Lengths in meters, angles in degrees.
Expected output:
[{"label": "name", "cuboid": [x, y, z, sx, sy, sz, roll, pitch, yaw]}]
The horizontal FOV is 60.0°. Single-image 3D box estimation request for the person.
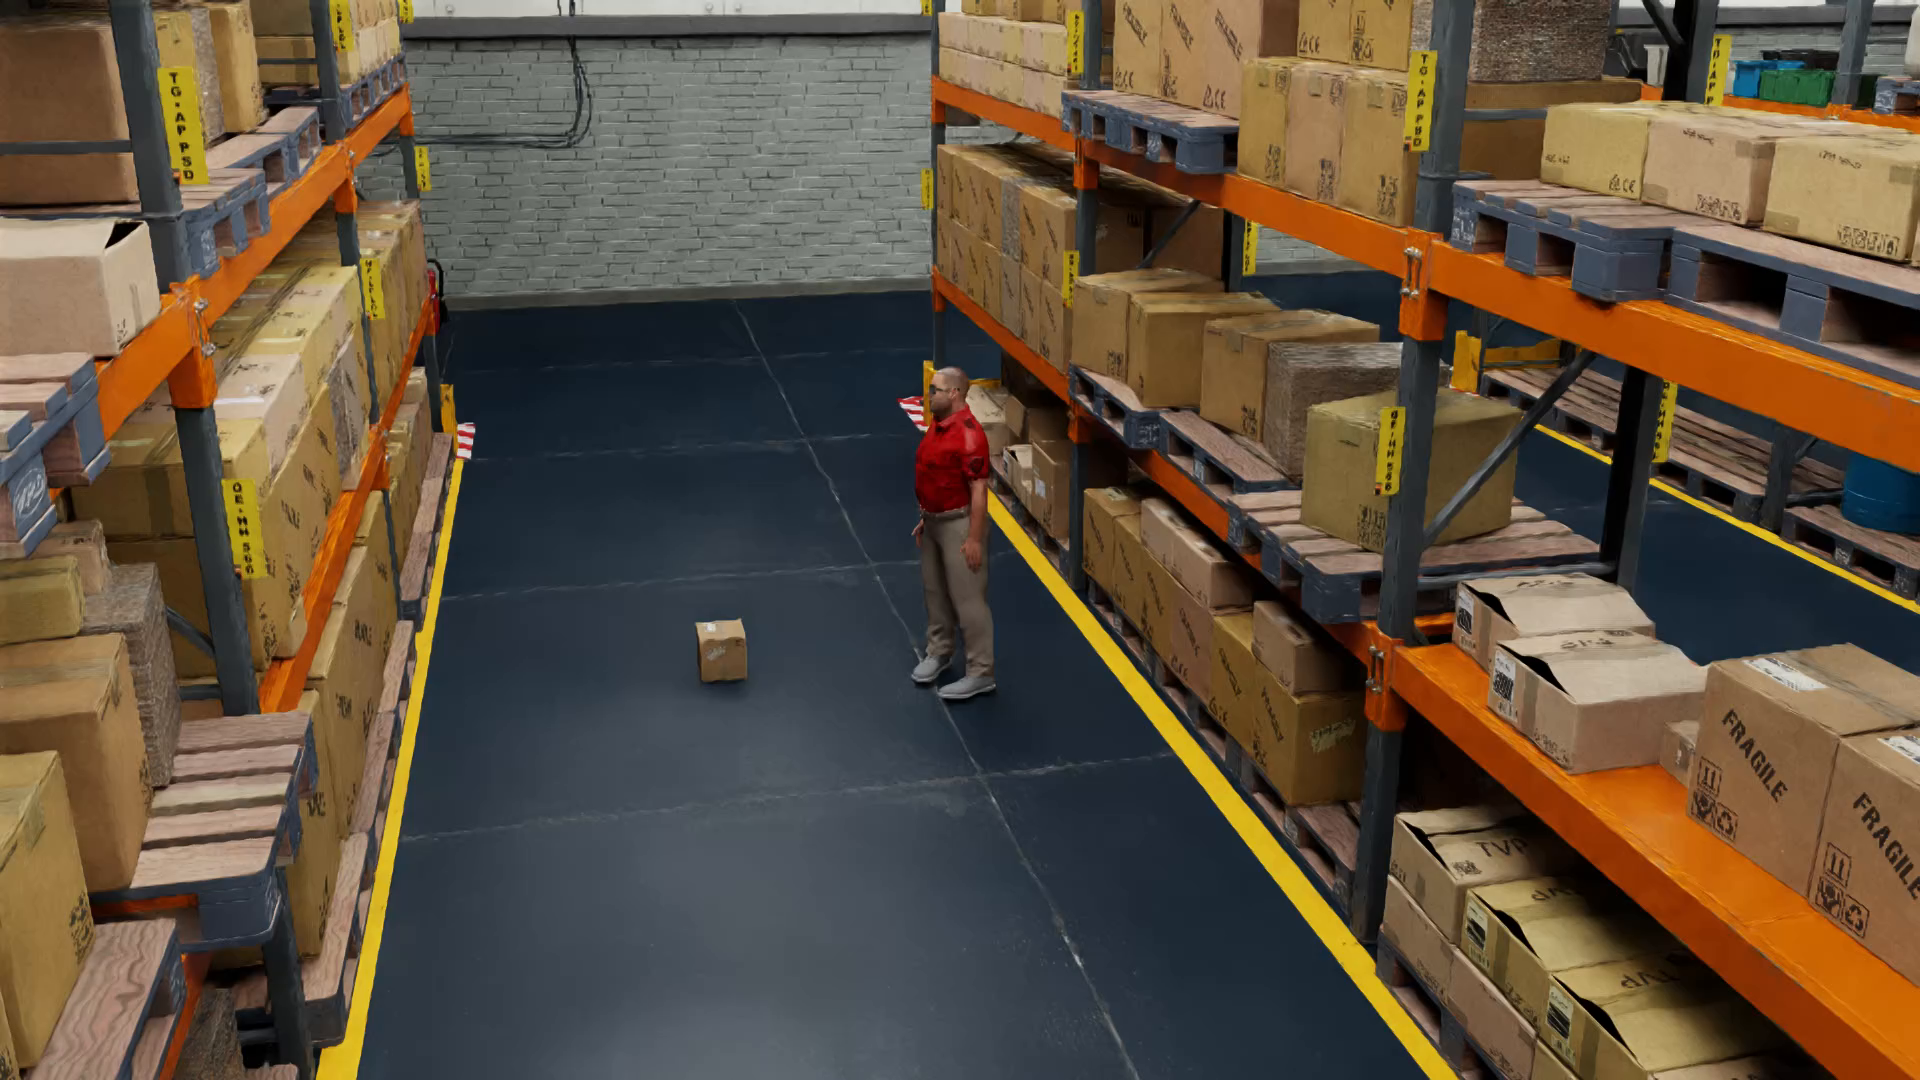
[{"label": "person", "cuboid": [-0.059, -0.050, 8.706, 0.382, 1.721, 0.546, -8, 21, -22]}]
